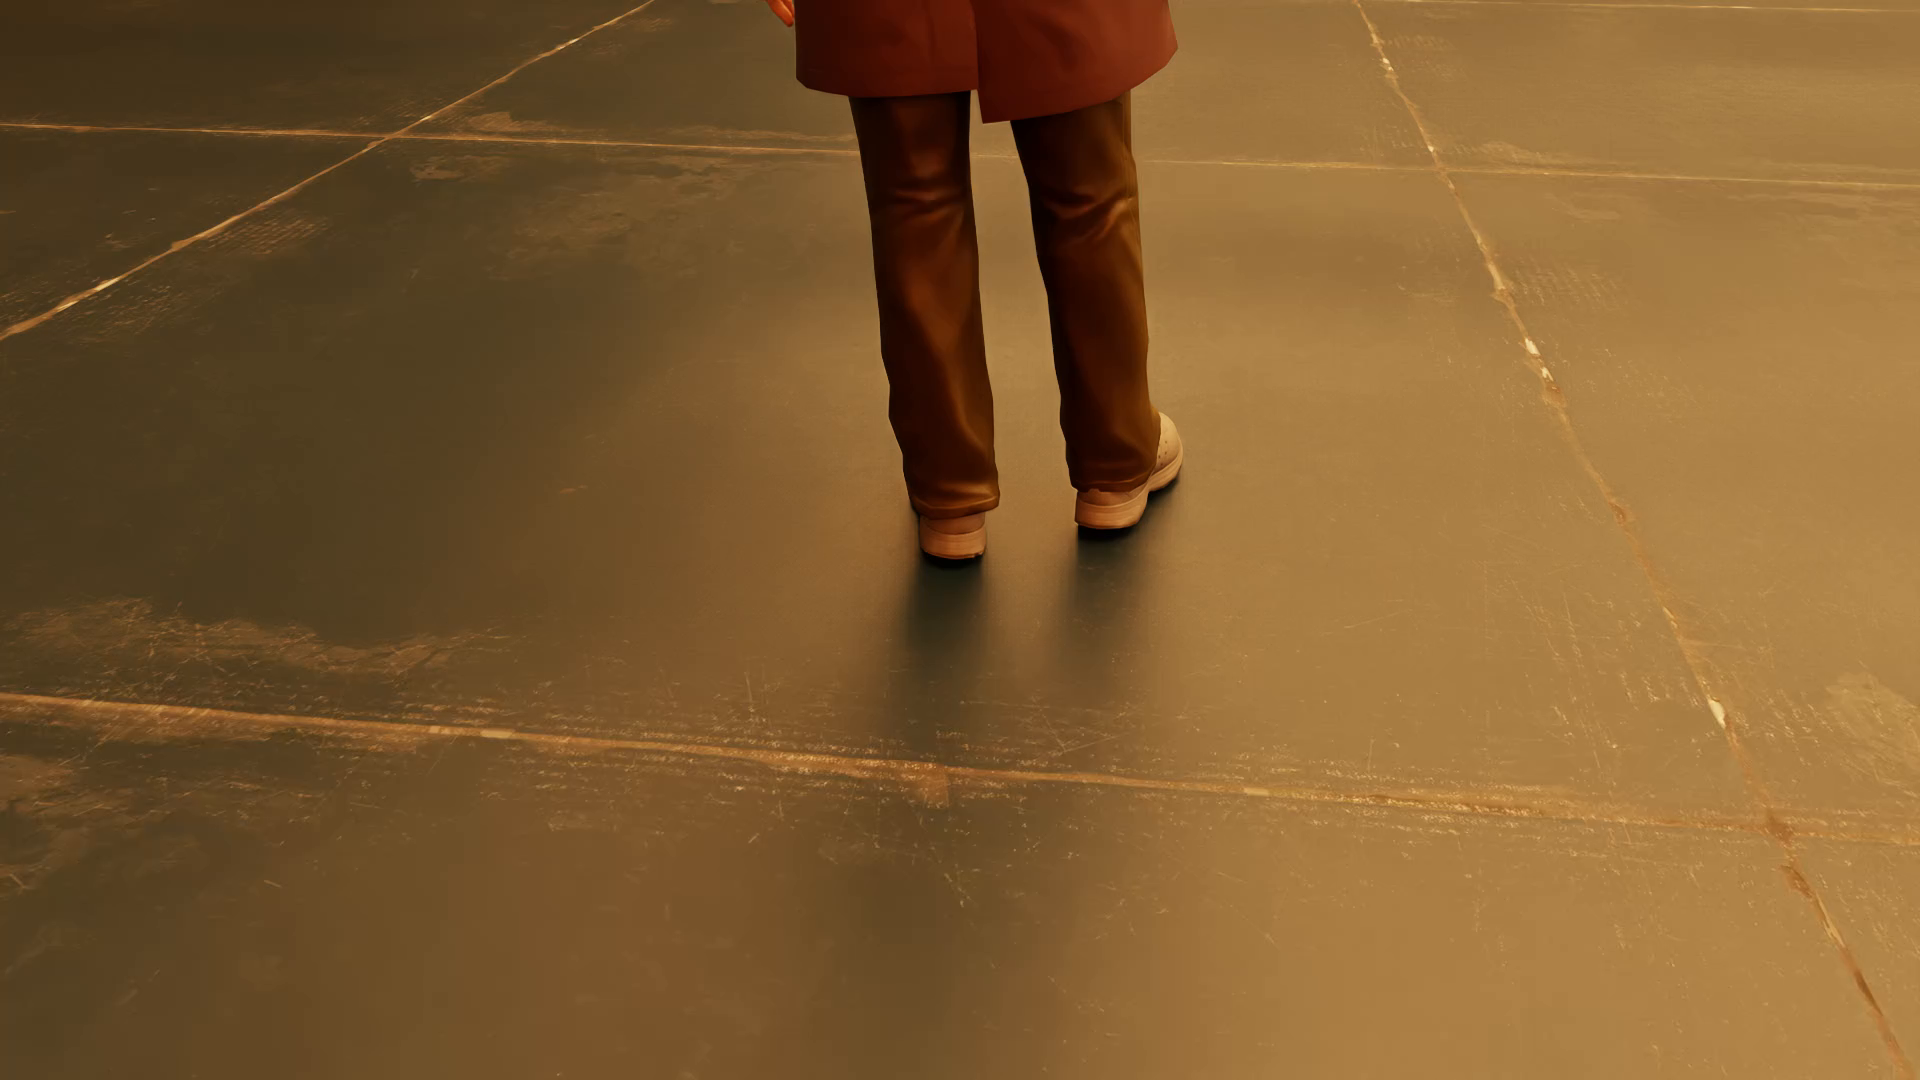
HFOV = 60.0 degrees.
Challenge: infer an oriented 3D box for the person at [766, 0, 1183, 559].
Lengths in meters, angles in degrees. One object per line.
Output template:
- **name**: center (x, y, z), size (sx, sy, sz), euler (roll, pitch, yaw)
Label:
- **person**: center (0.016, -0.840, 2.182), size (0.698, 1.771, 0.579), euler (3, 27, 7)
